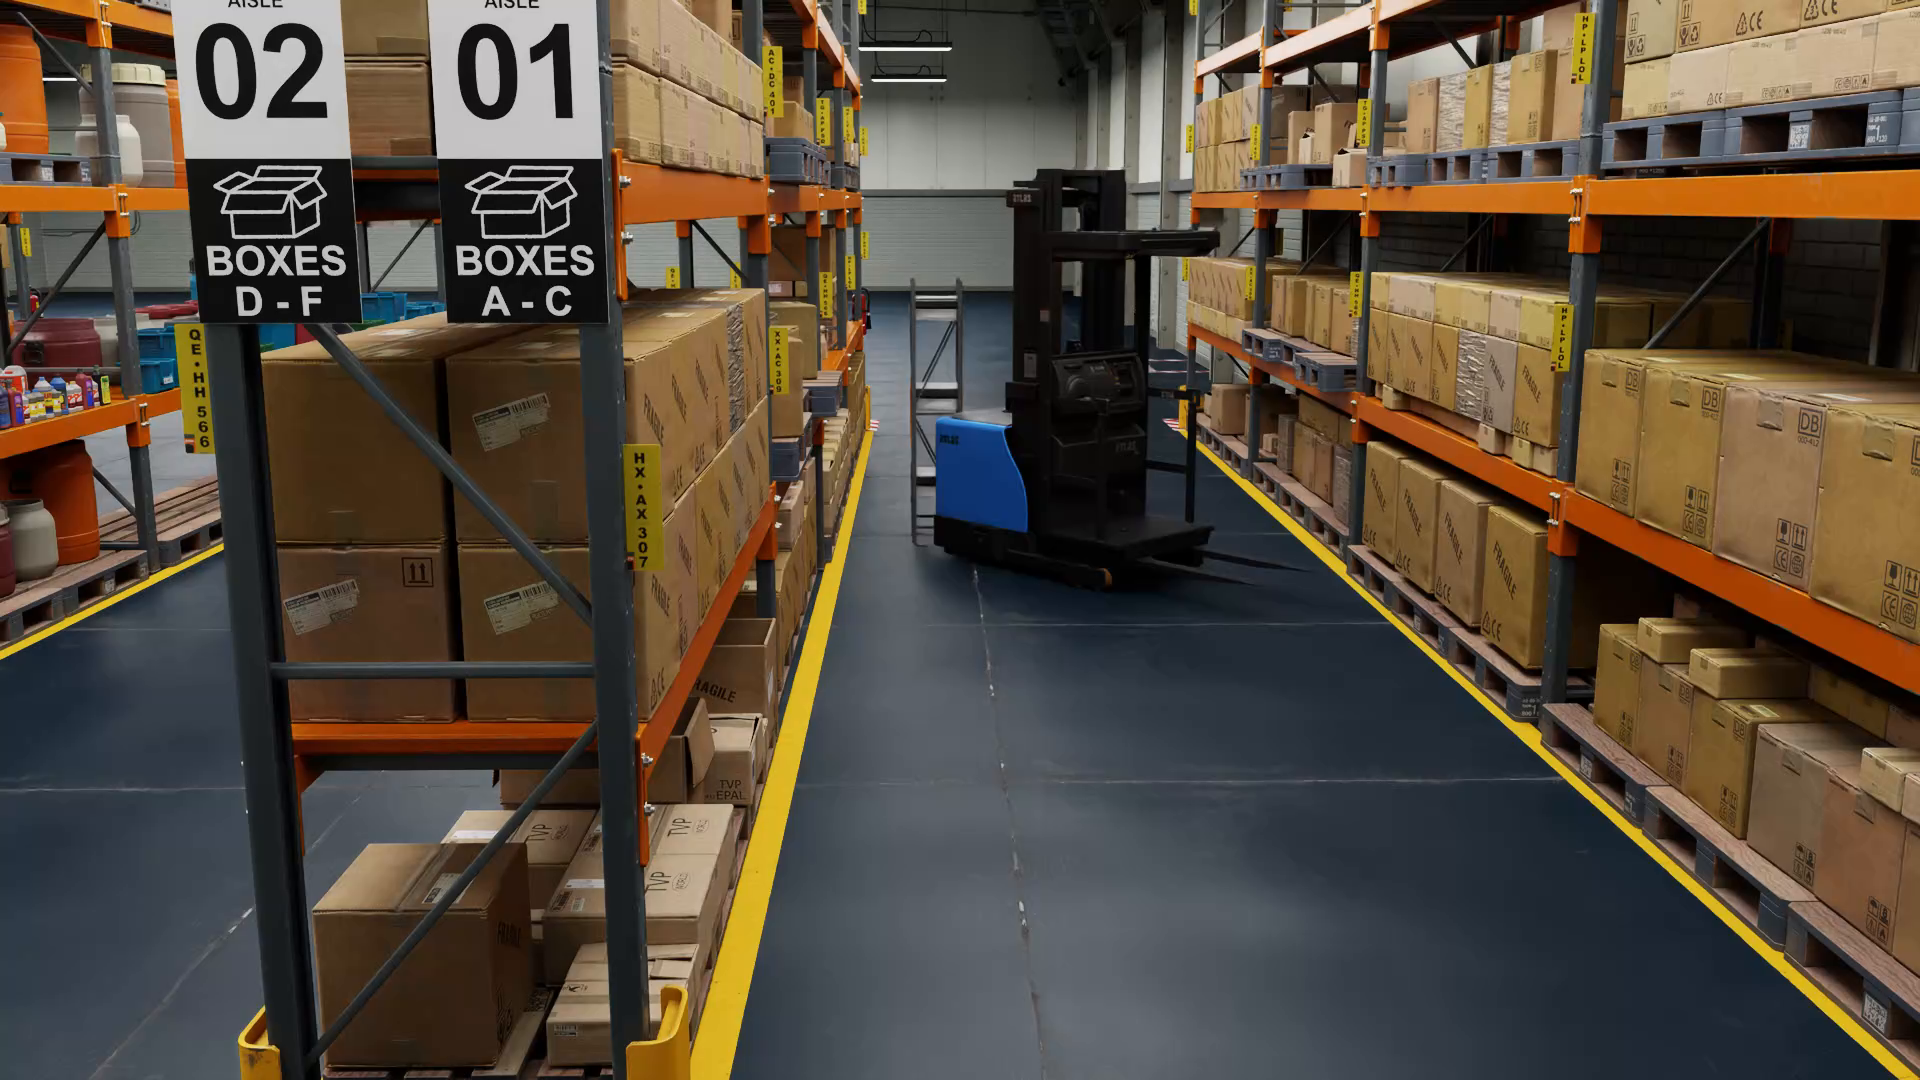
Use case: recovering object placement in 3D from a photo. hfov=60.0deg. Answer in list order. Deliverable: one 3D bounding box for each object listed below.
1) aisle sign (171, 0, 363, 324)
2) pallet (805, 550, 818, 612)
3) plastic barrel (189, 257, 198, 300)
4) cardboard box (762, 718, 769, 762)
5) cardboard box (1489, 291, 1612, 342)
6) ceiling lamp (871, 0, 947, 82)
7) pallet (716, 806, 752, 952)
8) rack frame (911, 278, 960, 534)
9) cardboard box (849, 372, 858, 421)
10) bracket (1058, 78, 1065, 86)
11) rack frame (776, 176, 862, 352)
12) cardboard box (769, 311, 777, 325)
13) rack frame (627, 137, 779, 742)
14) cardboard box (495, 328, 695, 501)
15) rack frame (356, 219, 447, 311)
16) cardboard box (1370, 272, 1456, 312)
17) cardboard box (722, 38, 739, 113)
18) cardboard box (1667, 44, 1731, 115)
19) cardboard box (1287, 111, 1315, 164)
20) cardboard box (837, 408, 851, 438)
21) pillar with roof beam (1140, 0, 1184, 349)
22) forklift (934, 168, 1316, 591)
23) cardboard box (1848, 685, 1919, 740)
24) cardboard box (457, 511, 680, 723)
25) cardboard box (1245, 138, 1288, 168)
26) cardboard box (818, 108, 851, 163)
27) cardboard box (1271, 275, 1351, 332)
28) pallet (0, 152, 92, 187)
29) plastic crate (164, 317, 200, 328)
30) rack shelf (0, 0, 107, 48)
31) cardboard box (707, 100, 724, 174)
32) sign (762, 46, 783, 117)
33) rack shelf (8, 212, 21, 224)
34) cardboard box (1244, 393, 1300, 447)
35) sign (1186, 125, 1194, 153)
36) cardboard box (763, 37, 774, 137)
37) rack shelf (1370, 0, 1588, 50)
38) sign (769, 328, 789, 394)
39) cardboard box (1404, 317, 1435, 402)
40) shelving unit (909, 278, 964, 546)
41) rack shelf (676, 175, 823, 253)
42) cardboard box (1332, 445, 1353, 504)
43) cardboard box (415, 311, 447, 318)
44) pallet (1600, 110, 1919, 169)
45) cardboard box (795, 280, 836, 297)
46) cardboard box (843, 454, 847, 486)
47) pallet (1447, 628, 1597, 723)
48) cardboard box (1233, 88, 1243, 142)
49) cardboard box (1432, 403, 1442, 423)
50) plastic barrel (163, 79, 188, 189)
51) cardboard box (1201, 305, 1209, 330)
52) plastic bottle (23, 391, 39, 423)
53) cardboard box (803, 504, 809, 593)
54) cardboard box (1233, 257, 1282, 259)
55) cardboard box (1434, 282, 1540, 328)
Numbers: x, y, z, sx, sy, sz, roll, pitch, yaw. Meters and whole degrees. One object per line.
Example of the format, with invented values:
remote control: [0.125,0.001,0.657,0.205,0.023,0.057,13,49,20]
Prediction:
aisle sign: [-1.657,-0.914,3.982,0.394,0.787,0.004,0,11,-1]
pallet: [-1.540,0.270,11.697,1.003,0.211,1.213,0,11,-1]
plastic barrel: [-6.847,-2.188,15.540,0.600,0.901,0.708,0,11,-1]
cardboard box: [-1.072,0.918,7.554,0.380,0.149,0.250,0,11,-1]
cardboard box: [3.251,-1.237,9.175,0.500,0.250,0.500,0,11,0]
ceiling lamp: [-1.350,-13.697,43.758,2.000,3.185,0.800,0,11,-1]
pallet: [-1.393,1.296,6.639,1.003,0.211,1.213,0,11,-1]
rack frame: [-0.199,-1.084,13.623,0.400,2.100,0.015,0,11,-2]
cardboard box: [-1.315,-1.459,17.179,0.500,0.500,0.500,0,11,-1]
bracket: [3.117,-13.941,50.588,0.235,0.232,0.430,0,11,-1]
rack frame: [-1.683,-2.835,19.991,1.000,3.000,0.127,0,11,-1]
cardboard box: [-1.564,-1.193,10.586,0.700,0.500,0.500,2,12,10]
rack frame: [-1.435,-0.450,8.233,1.000,3.000,0.127,0,11,-1]
cardboard box: [-1.116,-0.387,5.156,0.500,0.500,0.500,0,11,-1]
rack frame: [-6.635,-2.816,19.894,1.000,3.000,0.127,0,11,-1]
cardboard box: [3.187,-1.741,11.662,0.500,0.250,0.500,0,11,0]
cardboard box: [-1.138,-1.797,6.449,0.500,0.250,0.500,0,11,-1]
cardboard box: [3.265,-1.883,6.820,0.500,0.250,0.500,0,11,-2]
cardboard box: [3.284,-3.677,15.288,0.500,0.500,0.500,1,12,7]
cardboard box: [-1.305,-1.094,15.856,0.500,0.311,0.500,0,11,-1]
pillar with roof beam: [-0.403,-8.029,30.501,9.100,9.000,0.548,0,11,-1]
forklift: [1.170,-1.188,12.045,1.130,2.935,3.031,-11,16,-42]
cardboard box: [3.661,0.659,6.368,0.380,0.149,0.250,0,11,-1]
cardboard box: [-1.098,0.207,4.744,0.500,0.500,0.500,0,11,0]
cardboard box: [3.095,-3.690,16.358,0.500,0.500,0.500,0,11,0]
cardboard box: [-1.347,-3.935,16.207,0.500,0.500,0.500,1,11,4]
cardboard box: [3.329,-2.225,15.622,0.700,0.500,0.500,0,11,-1]
pallet: [-6.552,-2.451,11.025,1.003,0.211,1.213,0,11,-1]
plastic crate: [-6.197,-1.579,13.639,0.402,0.464,0.583,0,11,-1]
rack shelf: [-6.428,-3.220,9.611,1.077,0.370,4.000,0,11,-1]
cardboard box: [-1.135,-1.453,6.009,0.500,0.250,0.500,0,11,-1]
sign: [-0.892,-2.177,7.902,0.100,0.325,0.005,0,11,-1]
rack shelf: [-11.546,-3.515,17.608,1.077,0.370,4.000,0,11,-1]
cardboard box: [3.291,-1.258,17.396,0.500,0.500,0.500,-1,12,-5]
sign: [2.727,-4.753,19.699,0.100,0.325,0.005,0,11,-1]
cardboard box: [-1.402,-2.589,9.675,0.600,0.600,0.600,-1,11,-3]
rack shelf: [3.476,-3.260,9.811,1.077,0.370,4.000,0,11,-1]
sign: [-0.892,-0.878,8.165,0.100,0.325,0.005,0,11,-1]
cardboard box: [3.200,-1.170,10.734,0.500,0.500,0.500,0,11,-1]
shelving unit: [-0.191,-1.036,13.384,0.431,2.100,0.503,0,11,-2]
rack shelf: [-1.476,-1.965,9.966,1.077,0.370,4.000,0,11,-1]
cardboard box: [3.474,-0.503,13.673,0.700,0.500,0.500,0,11,-1]
cardboard box: [-1.673,-0.587,6.141,0.500,0.500,0.500,0,11,1]
pallet: [3.524,-1.735,7.246,1.003,0.211,1.213,0,11,-1]
cardboard box: [-1.412,-2.461,16.264,0.380,0.149,0.250,0,11,-1]
cardboard box: [-1.282,-0.615,14.906,0.500,0.250,0.500,0,11,0]
pallet: [3.427,0.742,9.369,1.003,0.211,1.213,0,11,-1]
cardboard box: [3.049,-4.288,16.791,0.500,0.500,0.500,0,11,2]
cardboard box: [3.265,-0.831,10.692,0.380,0.149,0.250,0,11,0]
plastic barrel: [-6.283,-3.200,13.165,0.600,0.830,0.708,0,11,-1]
cardboard box: [2.992,-2.490,18.615,0.500,0.250,0.500,0,11,-2]
plastic bottle: [-6.034,-0.865,10.776,0.097,0.201,0.097,0,11,0]
cardboard box: [-1.253,0.052,10.938,0.500,0.500,0.500,-1,11,-3]
cardboard box: [3.492,-3.067,19.576,0.500,0.500,0.500,0,11,-2]
cardboard box: [3.230,-1.439,10.174,0.500,0.250,0.500,0,11,-2]
